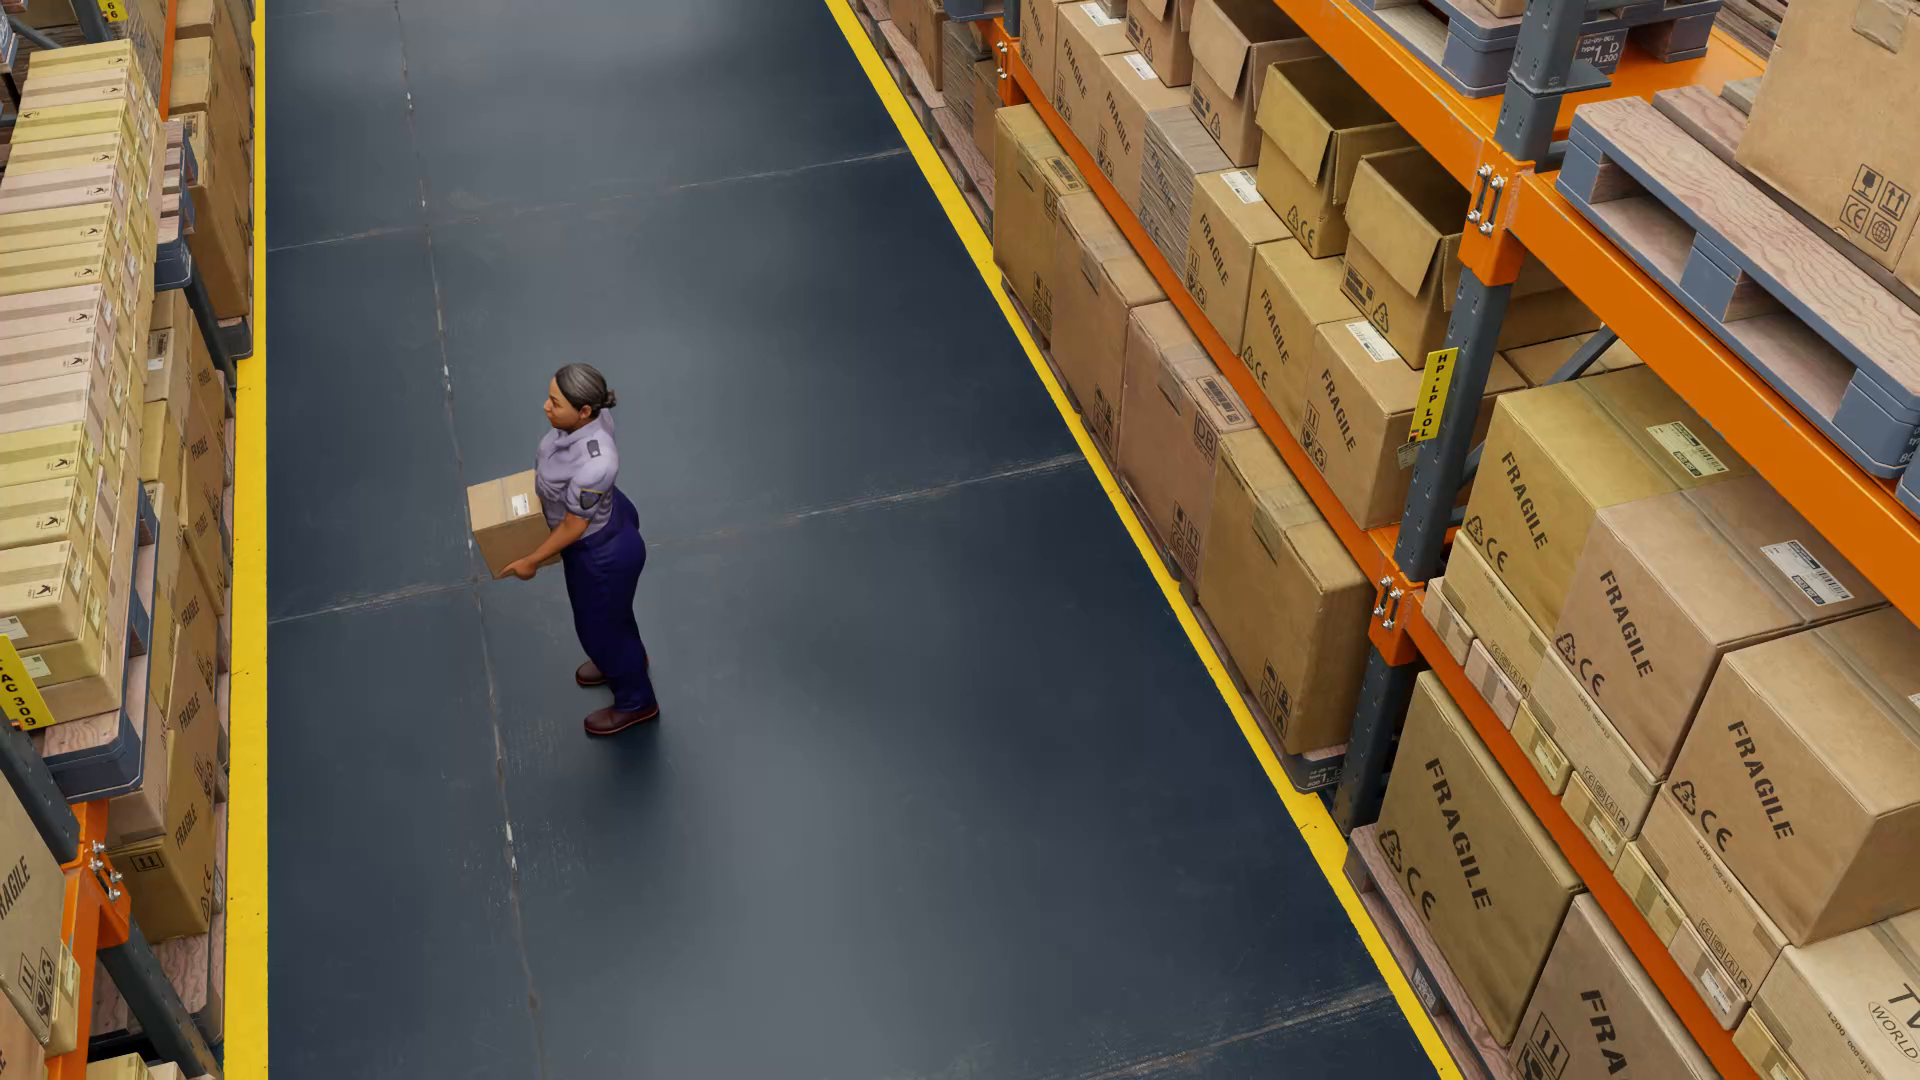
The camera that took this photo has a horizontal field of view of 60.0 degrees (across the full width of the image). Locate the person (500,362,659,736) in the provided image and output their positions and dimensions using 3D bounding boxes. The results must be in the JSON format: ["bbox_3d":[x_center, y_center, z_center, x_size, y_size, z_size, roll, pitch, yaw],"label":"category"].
[{"bbox_3d":[-1.430,0.039,6.138,0.521,1.641,0.451,-11,44,-12],"label":"person"}]
